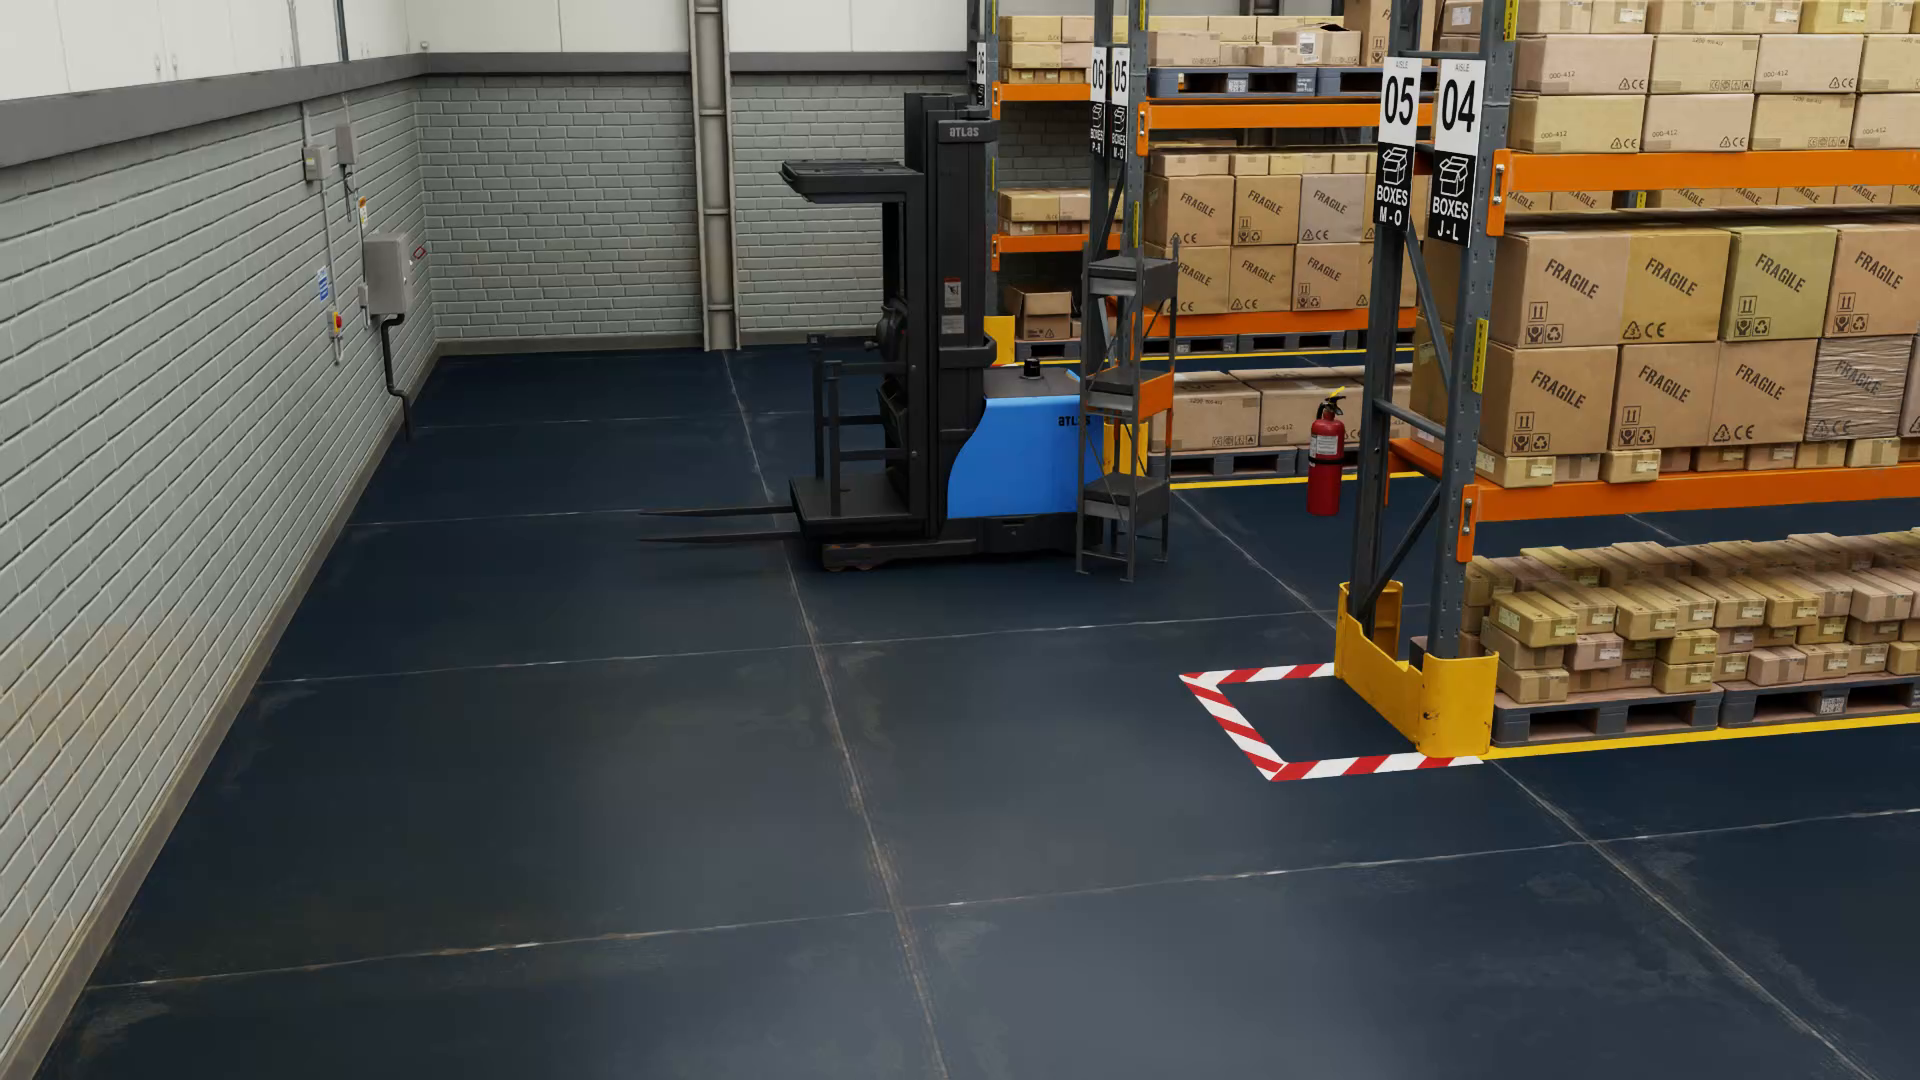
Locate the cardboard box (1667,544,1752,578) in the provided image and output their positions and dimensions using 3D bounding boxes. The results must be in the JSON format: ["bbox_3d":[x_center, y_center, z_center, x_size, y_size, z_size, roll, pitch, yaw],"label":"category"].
[{"bbox_3d":[3.966,0.153,8.830,0.250,0.149,0.380,-4,17,-12],"label":"cardboard box"}]

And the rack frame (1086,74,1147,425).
[{"bbox_3d":[1.169,-1.985,12.664,0.127,3.000,1.000,-3,17,-10],"label":"rack frame"}]

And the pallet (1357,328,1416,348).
[{"bbox_3d":[4.943,-2.361,18.640,1.213,0.211,1.003,-3,17,-10],"label":"pallet"}]

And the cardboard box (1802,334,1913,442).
[{"bbox_3d":[4.204,-0.790,8.097,0.500,0.500,0.500,-4,17,-12],"label":"cardboard box"}]

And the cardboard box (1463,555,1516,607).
[{"bbox_3d":[2.679,0.212,8.640,0.250,0.149,0.380,-3,17,-10],"label":"cardboard box"}]

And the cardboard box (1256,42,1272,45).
[{"bbox_3d":[3.217,-5.011,17.159,0.500,0.250,0.500,-4,17,-12],"label":"cardboard box"}]

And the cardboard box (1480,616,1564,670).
[{"bbox_3d":[2.771,0.501,8.204,0.250,0.149,0.380,-3,17,-8],"label":"cardboard box"}]

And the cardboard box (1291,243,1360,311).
[{"bbox_3d":[2.689,-2.036,12.661,0.500,0.500,0.500,-3,17,-11],"label":"cardboard box"}]

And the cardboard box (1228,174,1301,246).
[{"bbox_3d":[2.200,-2.486,12.423,0.500,0.500,0.500,-4,17,-12],"label":"cardboard box"}]

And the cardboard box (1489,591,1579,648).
[{"bbox_3d":[2.786,0.383,8.083,0.250,0.149,0.380,-4,18,-13],"label":"cardboard box"}]

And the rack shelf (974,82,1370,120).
[{"bbox_3d":[2.188,-4.617,17.350,4.000,0.370,1.077,-3,17,-10],"label":"rack shelf"}]

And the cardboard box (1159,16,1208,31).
[{"bbox_3d":[2.199,-5.197,16.912,0.500,0.250,0.500,-3,17,-9],"label":"cardboard box"}]

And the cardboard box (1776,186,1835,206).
[{"bbox_3d":[6.570,-2.738,13.245,0.500,0.500,0.500,-4,17,-12],"label":"cardboard box"}]

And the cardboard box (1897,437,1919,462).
[{"bbox_3d":[4.614,-0.509,8.289,0.250,0.149,0.380,-4,17,-11],"label":"cardboard box"}]

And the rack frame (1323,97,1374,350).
[{"bbox_3d":[4.151,-3.638,18.048,0.127,3.000,1.000,-3,17,-10],"label":"rack frame"}]

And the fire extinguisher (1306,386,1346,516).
[{"bbox_3d":[1.873,-0.467,8.490,0.183,0.674,0.296,-3,17,-10],"label":"fire extinguisher"}]

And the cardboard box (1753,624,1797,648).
[{"bbox_3d":[4.047,0.411,8.498,0.250,0.149,0.380,-2,17,-8],"label":"cardboard box"}]

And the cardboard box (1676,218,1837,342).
[{"bbox_3d":[3.708,-1.232,7.835,0.500,0.500,0.500,-4,17,-12],"label":"cardboard box"}]

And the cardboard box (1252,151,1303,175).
[{"bbox_3d":[2.346,-2.797,12.331,0.250,0.149,0.380,-4,17,-12],"label":"cardboard box"}]

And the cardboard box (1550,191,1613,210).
[{"bbox_3d":[4.686,-2.627,12.884,0.500,0.500,0.500,-3,17,-11],"label":"cardboard box"}]

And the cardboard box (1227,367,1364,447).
[{"bbox_3d":[2.695,-1.080,13.366,0.875,0.438,0.875,-3,17,-9],"label":"cardboard box"}]

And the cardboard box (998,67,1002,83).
[{"bbox_3d":[0.494,-4.814,17.194,0.250,0.149,0.380,-3,17,-9],"label":"cardboard box"}]

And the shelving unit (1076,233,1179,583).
[{"bbox_3d":[1.045,-0.826,10.426,0.431,2.100,0.503,11,20,31],"label":"shelving unit"}]

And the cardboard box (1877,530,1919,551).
[{"bbox_3d":[5.237,0.078,9.077,0.250,0.149,0.380,-3,17,-11],"label":"cardboard box"}]

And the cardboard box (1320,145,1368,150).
[{"bbox_3d":[2.987,-2.994,12.974,0.250,0.149,0.380,-3,17,-9],"label":"cardboard box"}]

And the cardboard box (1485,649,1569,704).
[{"bbox_3d":[2.783,0.662,8.188,0.250,0.149,0.380,-3,17,-9],"label":"cardboard box"}]

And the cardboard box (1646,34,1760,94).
[{"bbox_3d":[3.200,-2.143,7.476,0.500,0.250,0.500,-3,17,-11],"label":"cardboard box"}]

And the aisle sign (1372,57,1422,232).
[{"bbox_3d":[2.079,-1.888,7.923,0.004,0.787,0.394,-3,17,-10],"label":"aisle sign"}]

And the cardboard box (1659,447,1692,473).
[{"bbox_3d":[3.333,-0.446,8.084,0.250,0.149,0.380,-2,17,-8],"label":"cardboard box"}]

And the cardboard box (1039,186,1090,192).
[{"bbox_3d":[1.132,-3.616,17.726,0.500,0.250,0.500,-3,17,-10],"label":"cardboard box"}]

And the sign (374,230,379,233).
[{"bbox_3d":[-4.915,-2.363,14.058,0.001,0.494,0.329,-3,17,-10],"label":"sign"}]

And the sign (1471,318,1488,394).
[{"bbox_3d":[2.311,-0.821,7.400,0.005,0.325,0.100,-3,17,-10],"label":"sign"}]

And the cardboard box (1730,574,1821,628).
[{"bbox_3d":[4.075,0.304,8.340,0.250,0.149,0.380,-3,17,-10],"label":"cardboard box"}]

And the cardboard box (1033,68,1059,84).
[{"bbox_3d":[0.833,-4.702,16.831,0.250,0.149,0.380,-3,17,-9],"label":"cardboard box"}]

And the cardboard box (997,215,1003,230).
[{"bbox_3d":[0.498,-3.391,17.671,0.250,0.149,0.380,-3,17,-11],"label":"cardboard box"}]

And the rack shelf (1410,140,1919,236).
[{"bbox_3d":[4.171,-1.765,8.065,4.000,0.370,1.077,-3,17,-10],"label":"rack shelf"}]

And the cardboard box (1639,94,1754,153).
[{"bbox_3d":[3.215,-1.905,7.551,0.500,0.250,0.500,-3,17,-9],"label":"cardboard box"}]

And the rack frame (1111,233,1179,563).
[{"bbox_3d":[1.176,-0.887,10.623,0.400,2.100,0.015,11,20,31],"label":"rack frame"}]

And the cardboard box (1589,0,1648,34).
[{"bbox_3d":[2.822,-2.316,7.361,0.250,0.149,0.380,-3,17,-8],"label":"cardboard box"}]

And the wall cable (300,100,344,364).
[{"bbox_3d":[-4.363,-2.164,11.466,0.123,1.953,0.585,-3,17,-10],"label":"wall cable"}]

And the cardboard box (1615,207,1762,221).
[{"bbox_3d":[3.616,-1.388,8.343,0.500,0.500,0.500,-2,17,-8],"label":"cardboard box"}]

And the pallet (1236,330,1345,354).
[{"bbox_3d":[3.477,-2.267,18.334,1.213,0.211,1.003,-3,17,-10],"label":"pallet"}]

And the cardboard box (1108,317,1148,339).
[{"bbox_3d":[1.689,-2.464,17.768,0.500,0.500,0.700,-3,17,-8],"label":"cardboard box"}]

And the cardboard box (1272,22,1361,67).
[{"bbox_3d":[2.648,-3.693,12.385,0.500,0.311,0.500,-3,17,-9],"label":"cardboard box"}]

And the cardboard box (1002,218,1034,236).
[{"bbox_3d":[0.599,-3.234,17.161,0.250,0.149,0.380,-3,17,-11],"label":"cardboard box"}]

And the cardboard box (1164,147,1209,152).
[{"bbox_3d":[1.728,-2.919,12.729,0.250,0.149,0.380,-3,17,-9],"label":"cardboard box"}]

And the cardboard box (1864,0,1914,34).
[{"bbox_3d":[4.099,-2.385,7.585,0.250,0.149,0.380,-3,17,-9],"label":"cardboard box"}]

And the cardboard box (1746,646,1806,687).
[{"bbox_3d":[4.032,0.595,8.407,0.250,0.149,0.380,-4,18,-13],"label":"cardboard box"}]

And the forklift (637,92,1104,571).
[{"bbox_3d":[-0.619,-1.367,10.772,3.031,2.935,1.130,-3,17,-10],"label":"forklift"}]
